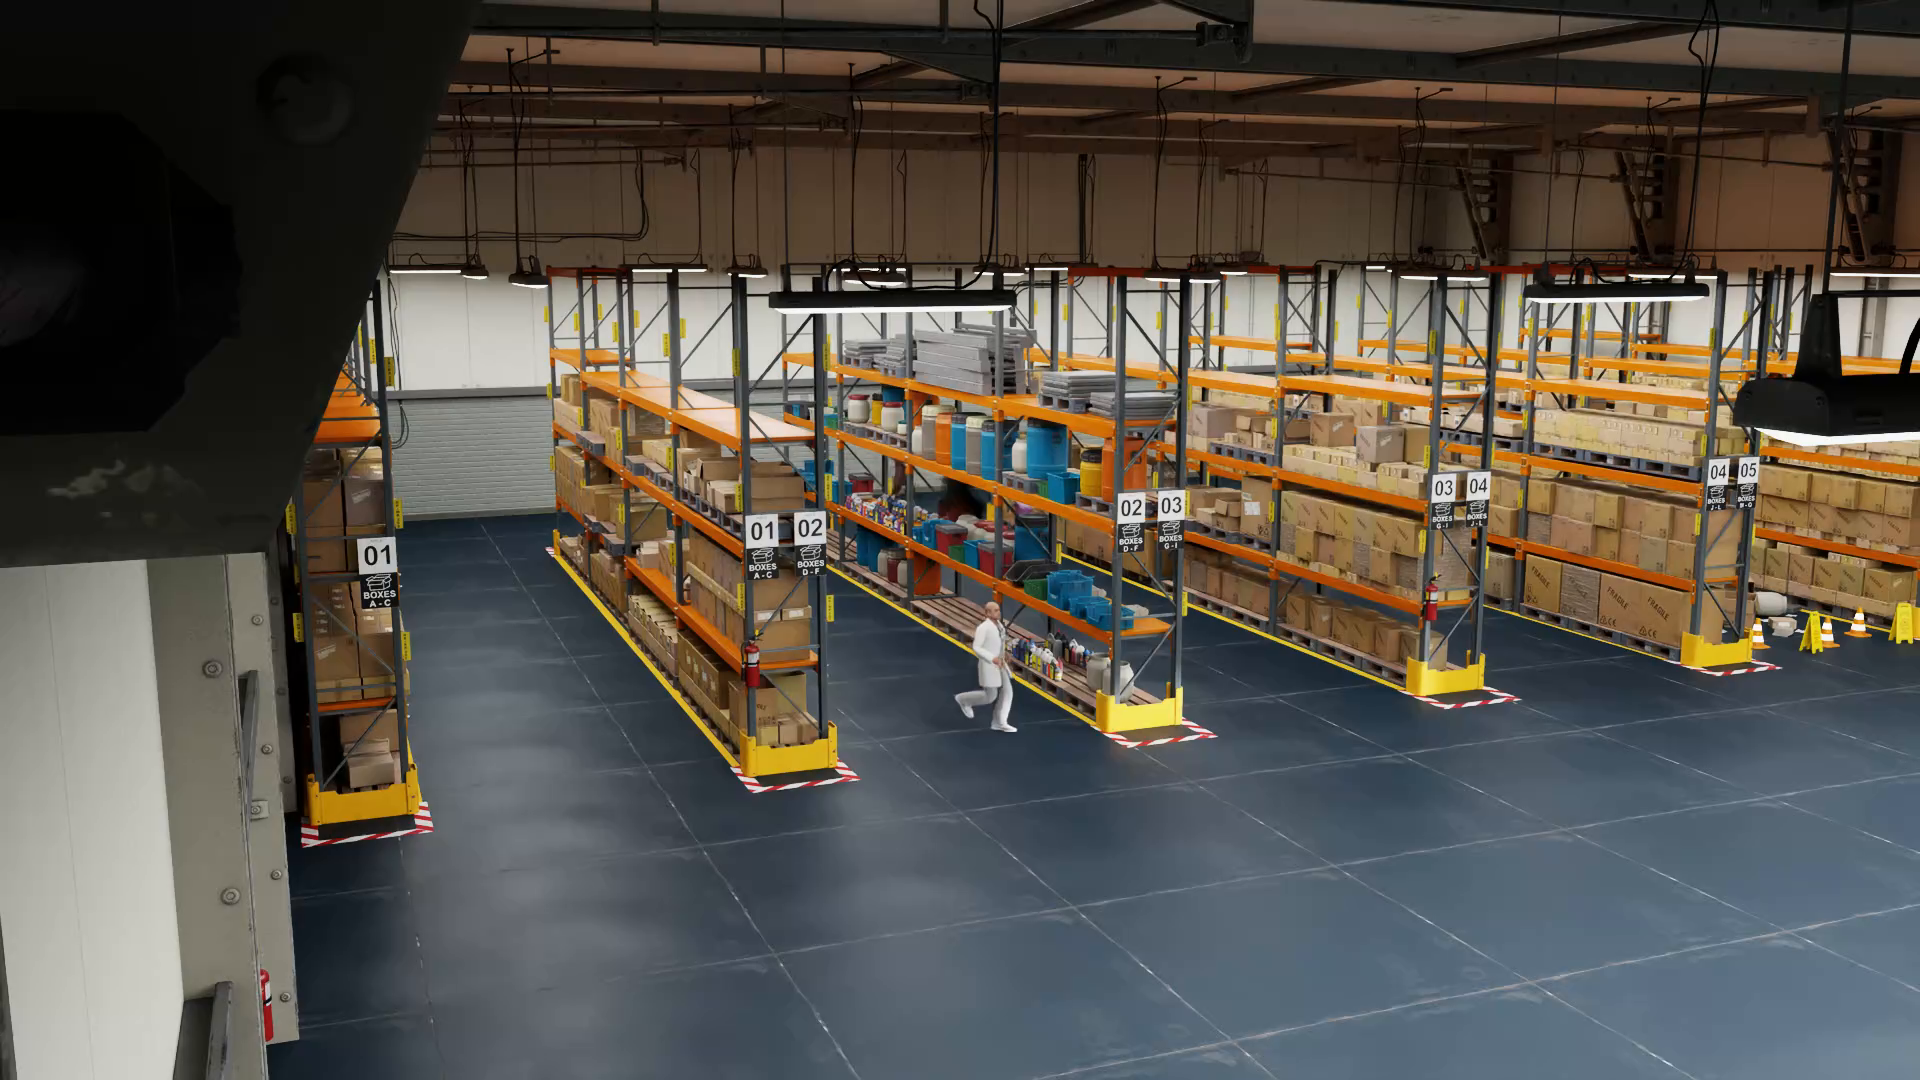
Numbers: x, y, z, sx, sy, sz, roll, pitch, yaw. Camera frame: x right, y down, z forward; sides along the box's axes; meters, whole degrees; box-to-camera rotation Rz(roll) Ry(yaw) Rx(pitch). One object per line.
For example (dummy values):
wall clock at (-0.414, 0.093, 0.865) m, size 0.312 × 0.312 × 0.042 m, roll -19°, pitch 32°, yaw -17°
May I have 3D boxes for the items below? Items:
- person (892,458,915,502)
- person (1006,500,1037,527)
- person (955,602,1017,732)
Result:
person at (-1.419, -1.540, 40.349) m, size 0.930 × 1.847 × 0.689 m, roll 2°, pitch 10°, yaw 9°
person at (1.202, -0.226, 31.529) m, size 0.526 × 1.617 × 0.823 m, roll -6°, pitch 11°, yaw -29°
person at (0.367, 1.671, 22.112) m, size 0.885 × 1.745 × 0.724 m, roll 6°, pitch 12°, yaw 31°
